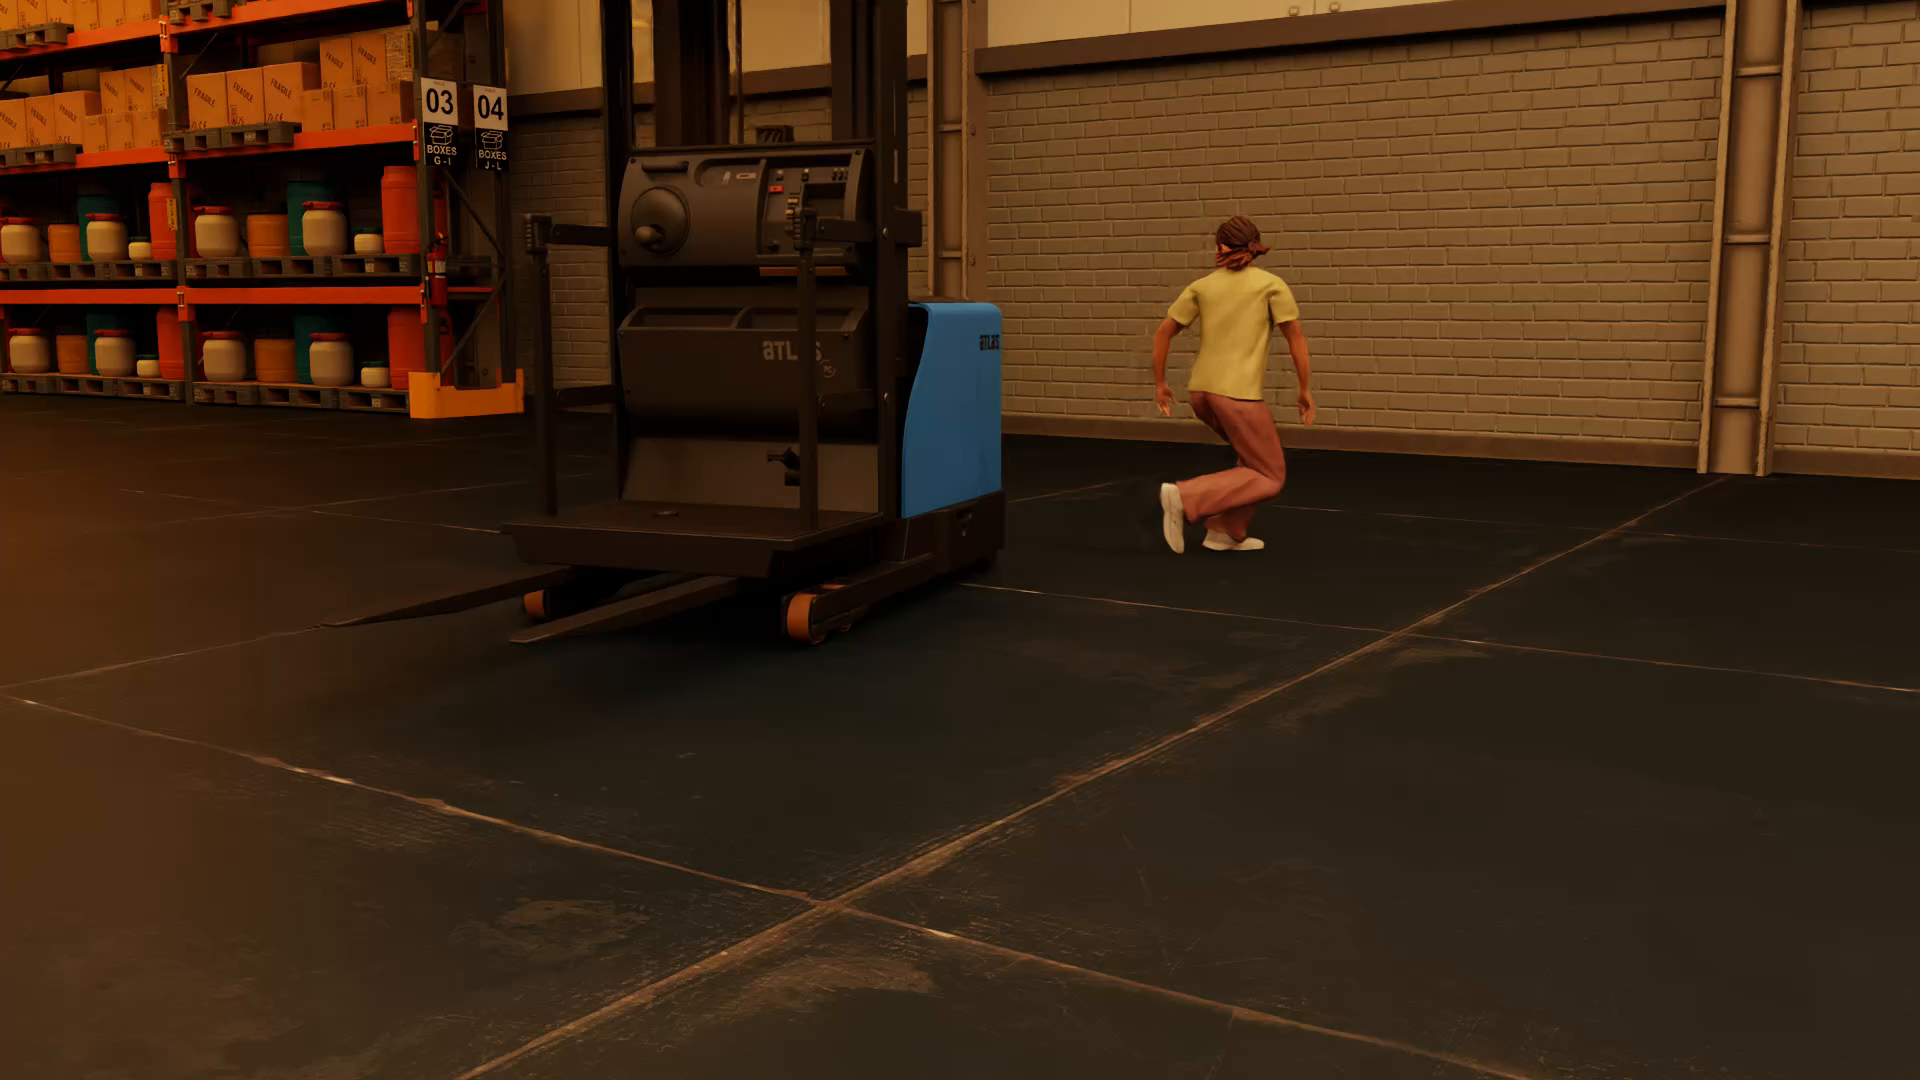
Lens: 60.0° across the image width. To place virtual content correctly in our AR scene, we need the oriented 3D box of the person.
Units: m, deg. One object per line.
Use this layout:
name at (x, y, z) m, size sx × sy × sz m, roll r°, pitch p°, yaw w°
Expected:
person at (1.110, -0.660, 7.183) m, size 0.692 × 1.465 × 0.609 m, roll -6°, pitch 10°, yaw -37°

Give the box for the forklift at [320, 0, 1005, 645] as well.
forklift at (-0.838, -1.187, 5.538) m, size 1.130 × 2.935 × 3.031 m, roll 3°, pitch 9°, yaw 22°
